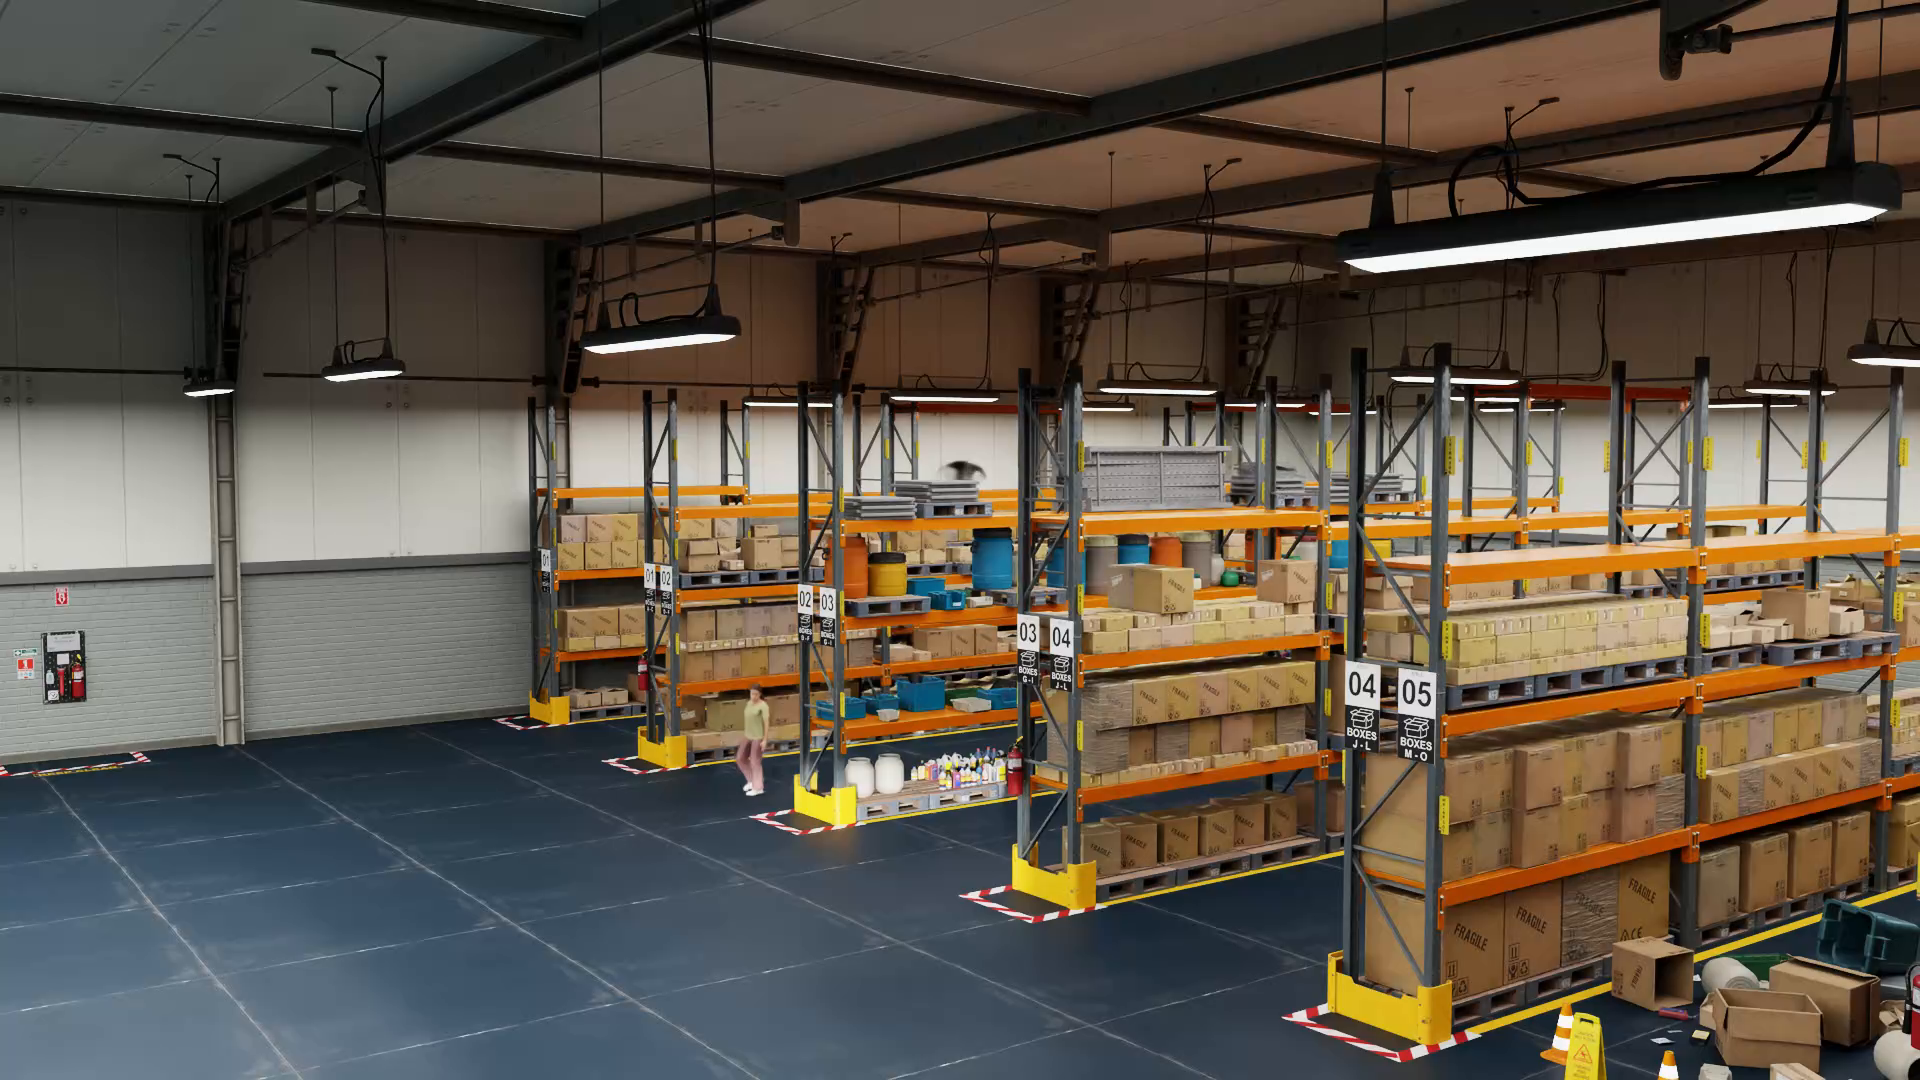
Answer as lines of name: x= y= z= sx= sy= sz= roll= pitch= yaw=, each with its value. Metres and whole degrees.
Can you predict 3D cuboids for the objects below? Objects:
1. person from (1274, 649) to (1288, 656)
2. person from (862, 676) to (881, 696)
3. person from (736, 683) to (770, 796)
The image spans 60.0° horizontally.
person: x=6.245 y=2.372 z=32.143 sx=0.637 sy=1.783 sz=0.703 roll=3 pitch=4 yaw=41
person: x=-1.645 y=2.597 z=31.123 sx=1.000 sy=1.424 sz=0.549 roll=-1 pitch=4 yaw=-18
person: x=-2.985 y=2.884 z=24.158 sx=0.577 sy=1.655 sz=0.431 roll=3 pitch=4 yaw=38
